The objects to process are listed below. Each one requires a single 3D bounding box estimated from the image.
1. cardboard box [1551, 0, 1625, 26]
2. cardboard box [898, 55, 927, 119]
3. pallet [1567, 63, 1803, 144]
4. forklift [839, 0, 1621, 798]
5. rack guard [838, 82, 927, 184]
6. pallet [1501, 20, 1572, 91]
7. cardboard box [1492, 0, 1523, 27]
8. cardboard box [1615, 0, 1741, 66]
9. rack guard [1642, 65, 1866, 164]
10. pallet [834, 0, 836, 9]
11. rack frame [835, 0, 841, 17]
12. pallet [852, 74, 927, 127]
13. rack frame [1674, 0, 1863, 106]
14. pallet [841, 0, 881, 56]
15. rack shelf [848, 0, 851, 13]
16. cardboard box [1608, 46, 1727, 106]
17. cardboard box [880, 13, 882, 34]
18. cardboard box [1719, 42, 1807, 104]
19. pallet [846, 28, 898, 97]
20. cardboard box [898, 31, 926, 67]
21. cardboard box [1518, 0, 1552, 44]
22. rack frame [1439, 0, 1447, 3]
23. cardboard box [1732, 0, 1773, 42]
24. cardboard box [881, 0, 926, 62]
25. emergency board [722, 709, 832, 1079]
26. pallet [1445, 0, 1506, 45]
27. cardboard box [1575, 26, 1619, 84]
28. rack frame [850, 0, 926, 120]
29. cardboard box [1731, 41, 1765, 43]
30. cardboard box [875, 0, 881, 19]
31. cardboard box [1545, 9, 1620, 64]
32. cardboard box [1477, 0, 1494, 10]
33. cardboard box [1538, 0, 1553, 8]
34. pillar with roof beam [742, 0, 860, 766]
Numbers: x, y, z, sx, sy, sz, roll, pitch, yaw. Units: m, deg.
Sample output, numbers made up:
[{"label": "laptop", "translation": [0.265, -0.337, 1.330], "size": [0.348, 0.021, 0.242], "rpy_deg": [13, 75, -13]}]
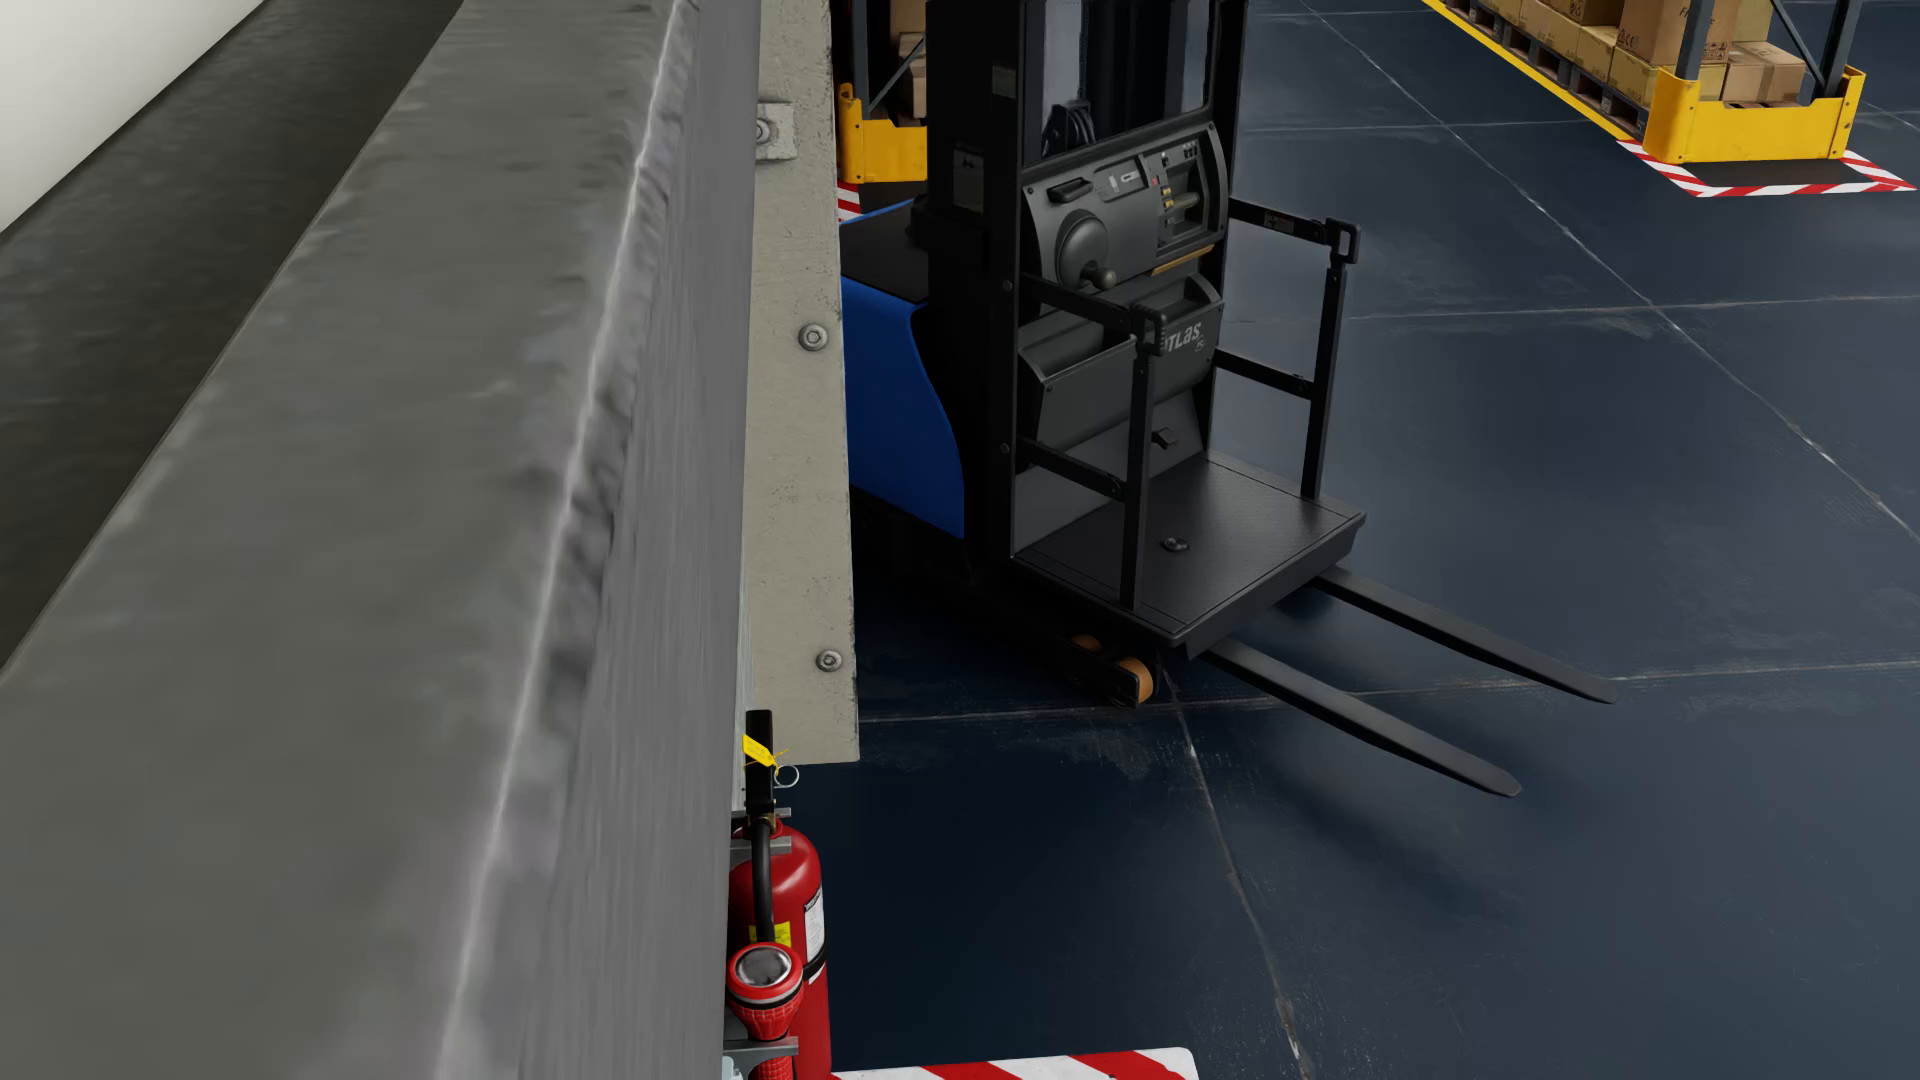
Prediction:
[{"label": "cardboard box", "translation": [4.362, -3.780, 11.194], "size": [0.500, 0.500, 0.500], "rpy_deg": [-3, 31, -5]}, {"label": "cardboard box", "translation": [-0.090, -2.842, 10.276], "size": [0.500, 0.311, 0.500], "rpy_deg": [-6, 31, -10]}, {"label": "pallet", "translation": [4.704, -2.881, 10.866], "size": [1.003, 0.211, 1.213], "rpy_deg": [-3, 31, -5]}, {"label": "forklift", "translation": [0.685, -1.018, 5.095], "size": [3.031, 2.935, 1.130], "rpy_deg": [27, 40, 37]}, {"label": "rack guard", "translation": [-0.122, -2.416, 9.807], "size": [1.175, 0.500, 0.348], "rpy_deg": [-3, 31, -5]}, {"label": "pallet", "translation": [4.593, -3.502, 11.907], "size": [1.003, 0.211, 1.213], "rpy_deg": [-3, 31, -5]}, {"label": "cardboard box", "translation": [4.268, -3.969, 12.241], "size": [0.500, 0.250, 0.500], "rpy_deg": [-3, 31, -5]}, {"label": "cardboard box", "translation": [4.470, -3.270, 10.341], "size": [0.500, 0.500, 0.500], "rpy_deg": [-3, 31, -5]}, {"label": "rack guard", "translation": [4.819, -2.604, 10.122], "size": [1.175, 0.500, 0.348], "rpy_deg": [-3, 31, -5]}, {"label": "pallet", "translation": [-0.563, -4.692, 13.900], "size": [1.003, 0.211, 1.213], "rpy_deg": [-3, 31, -5]}, {"label": "rack frame", "translation": [-0.489, -5.492, 12.520], "size": [1.000, 3.000, 0.127], "rpy_deg": [-3, 31, -5]}, {"label": "pallet", "translation": [-0.163, -2.708, 10.578], "size": [1.003, 0.211, 1.213], "rpy_deg": [-3, 31, -5]}, {"label": "rack frame", "translation": [4.817, -3.689, 9.501], "size": [1.000, 3.000, 0.127], "rpy_deg": [-3, 31, -5]}, {"label": "pallet", "translation": [-0.391, -3.954, 12.663], "size": [1.003, 0.211, 1.213], "rpy_deg": [-3, 31, -5]}, {"label": "rack shelf", "translation": [-0.302, -4.162, 10.995], "size": [1.077, 0.370, 4.000], "rpy_deg": [-3, 31, -5]}, {"label": "cardboard box", "translation": [4.473, -2.949, 10.533], "size": [0.500, 0.250, 0.500], "rpy_deg": [-3, 31, -5]}, {"label": "cardboard box", "translation": [-0.359, -3.640, 11.769], "size": [0.380, 0.149, 0.250], "rpy_deg": [-5, 31, -9]}, {"label": "cardboard box", "translation": [4.988, -2.973, 10.575], "size": [0.500, 0.250, 0.500], "rpy_deg": [-3, 31, -5]}, {"label": "pallet", "translation": [-0.274, -3.329, 11.618], "size": [1.003, 0.211, 1.213], "rpy_deg": [-3, 31, -5]}, {"label": "cardboard box", "translation": [-0.143, -3.133, 10.763], "size": [0.500, 0.311, 0.500], "rpy_deg": [0, 31, 0]}, {"label": "cardboard box", "translation": [4.320, -3.714, 11.814], "size": [0.500, 0.250, 0.500], "rpy_deg": [-3, 31, -5]}, {"label": "rack frame", "translation": [4.443, -5.731, 12.920], "size": [1.000, 3.000, 0.127], "rpy_deg": [-3, 31, -5]}, {"label": "cardboard box", "translation": [4.940, -3.551, 10.810], "size": [0.500, 0.500, 0.500], "rpy_deg": [-3, 31, -5]}, {"label": "cardboard box", "translation": [-0.162, -3.591, 11.346], "size": [0.700, 0.500, 0.500], "rpy_deg": [-5, 31, -8]}, {"label": "emergency board", "translation": [-0.288, 0.561, 2.386], "size": [0.194, 1.169, 0.643], "rpy_deg": [-3, 31, -5]}, {"label": "pallet", "translation": [4.476, -4.126, 12.952], "size": [1.003, 0.211, 1.213], "rpy_deg": [-3, 31, -5]}, {"label": "cardboard box", "translation": [4.414, -3.203, 10.960], "size": [0.500, 0.250, 0.500], "rpy_deg": [-3, 31, -5]}, {"label": "rack frame", "translation": [-0.115, -3.450, 9.101], "size": [1.000, 3.000, 0.127], "rpy_deg": [-3, 31, -5]}, {"label": "cardboard box", "translation": [4.938, -3.229, 11.002], "size": [0.500, 0.250, 0.500], "rpy_deg": [-3, 31, -5]}, {"label": "cardboard box", "translation": [-0.352, -4.080, 12.164], "size": [0.500, 0.500, 0.500], "rpy_deg": [-5, 31, -8]}, {"label": "cardboard box", "translation": [4.365, -3.459, 11.387], "size": [0.500, 0.250, 0.500], "rpy_deg": [-3, 31, -5]}, {"label": "cardboard box", "translation": [4.226, -4.224, 12.669], "size": [0.500, 0.250, 0.500], "rpy_deg": [-3, 31, -5]}, {"label": "cardboard box", "translation": [4.317, -4.036, 11.622], "size": [0.500, 0.500, 0.500], "rpy_deg": [-3, 31, -5]}, {"label": "pillar with roof beam", "translation": [3.805, -3.484, 3.308], "size": [9.100, 9.000, 0.400], "rpy_deg": [-3, 31, -5]}]
